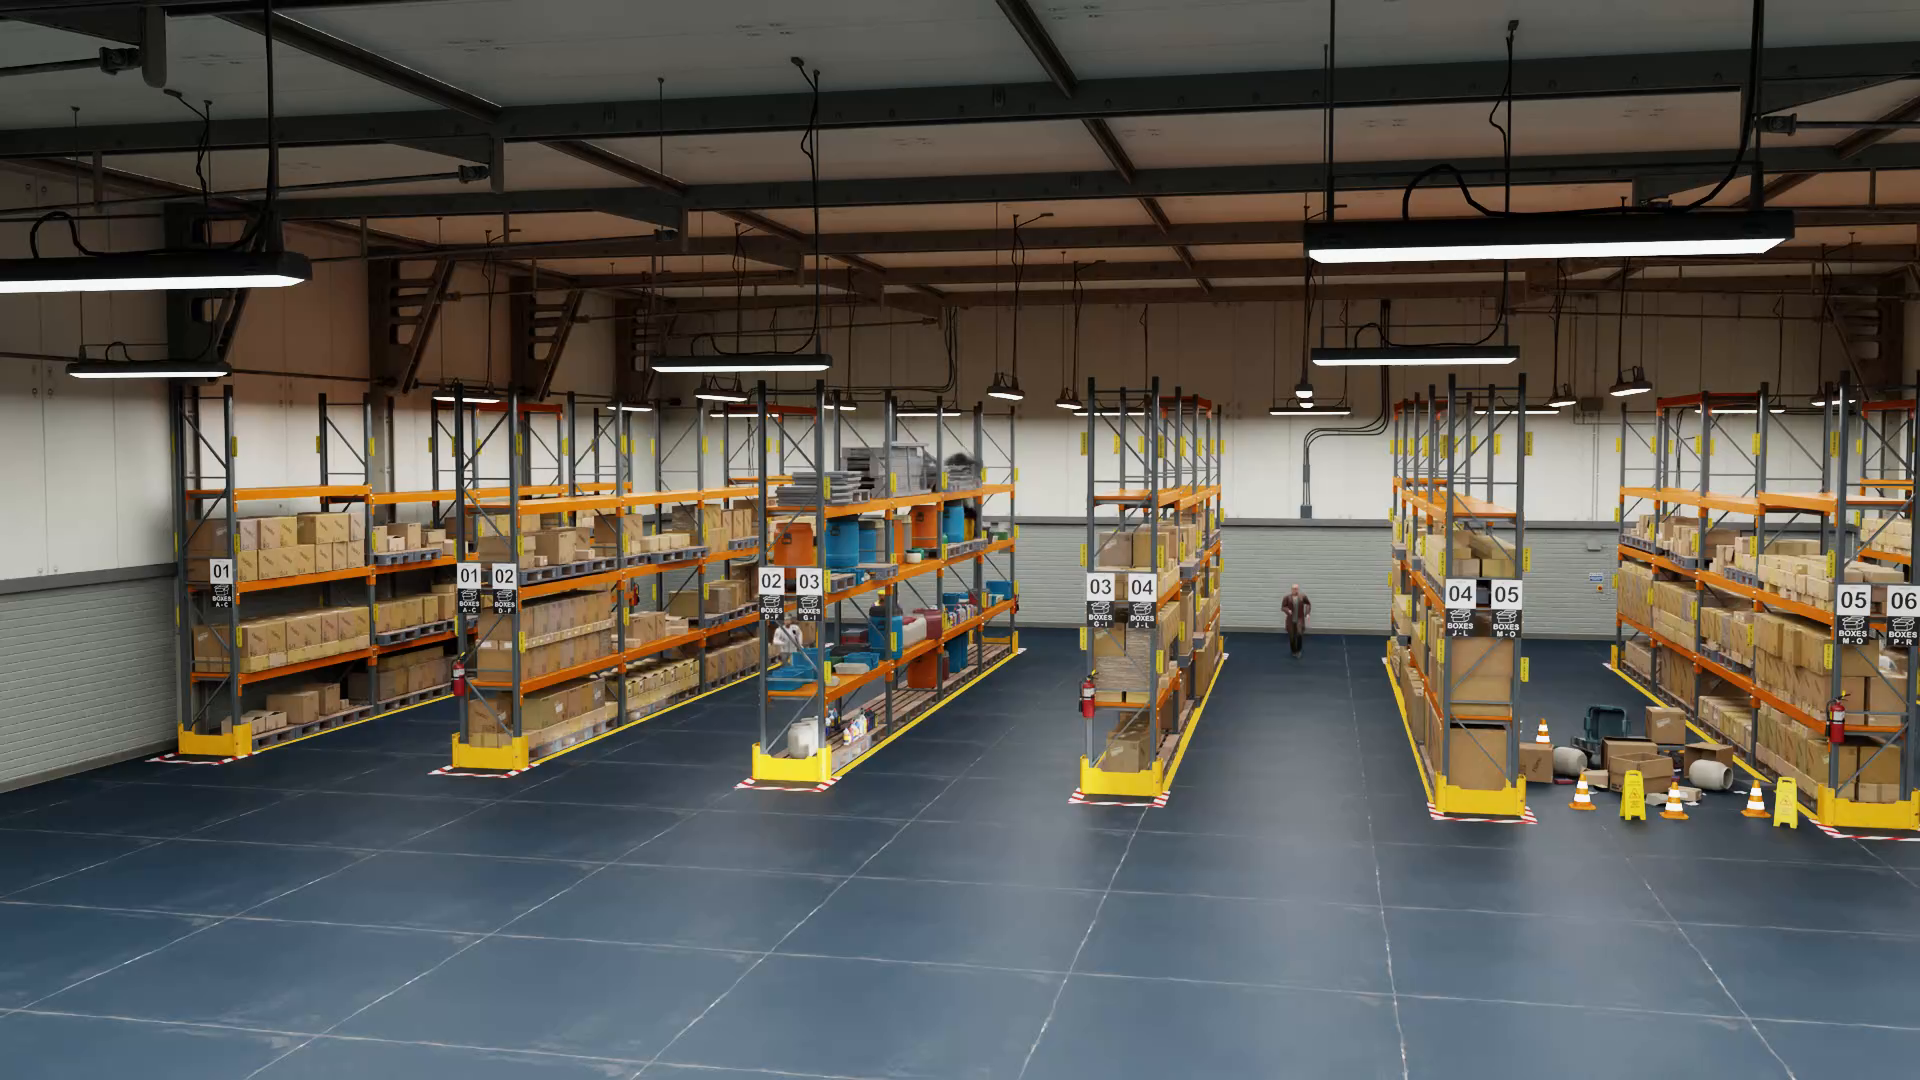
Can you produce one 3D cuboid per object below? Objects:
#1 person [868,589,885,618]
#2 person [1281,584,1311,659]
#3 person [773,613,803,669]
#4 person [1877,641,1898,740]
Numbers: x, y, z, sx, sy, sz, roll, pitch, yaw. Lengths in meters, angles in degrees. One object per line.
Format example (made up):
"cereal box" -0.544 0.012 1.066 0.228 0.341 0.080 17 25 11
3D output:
"person" -1.739 2.031 37.718 0.708 1.841 0.751 1 3 21
"person" 7.919 1.927 39.230 0.685 1.780 0.824 1 3 12
"person" -3.488 2.286 33.802 0.599 1.662 0.941 0 3 -4
"person" 15.420 2.569 27.971 0.654 1.761 0.684 1 3 13
